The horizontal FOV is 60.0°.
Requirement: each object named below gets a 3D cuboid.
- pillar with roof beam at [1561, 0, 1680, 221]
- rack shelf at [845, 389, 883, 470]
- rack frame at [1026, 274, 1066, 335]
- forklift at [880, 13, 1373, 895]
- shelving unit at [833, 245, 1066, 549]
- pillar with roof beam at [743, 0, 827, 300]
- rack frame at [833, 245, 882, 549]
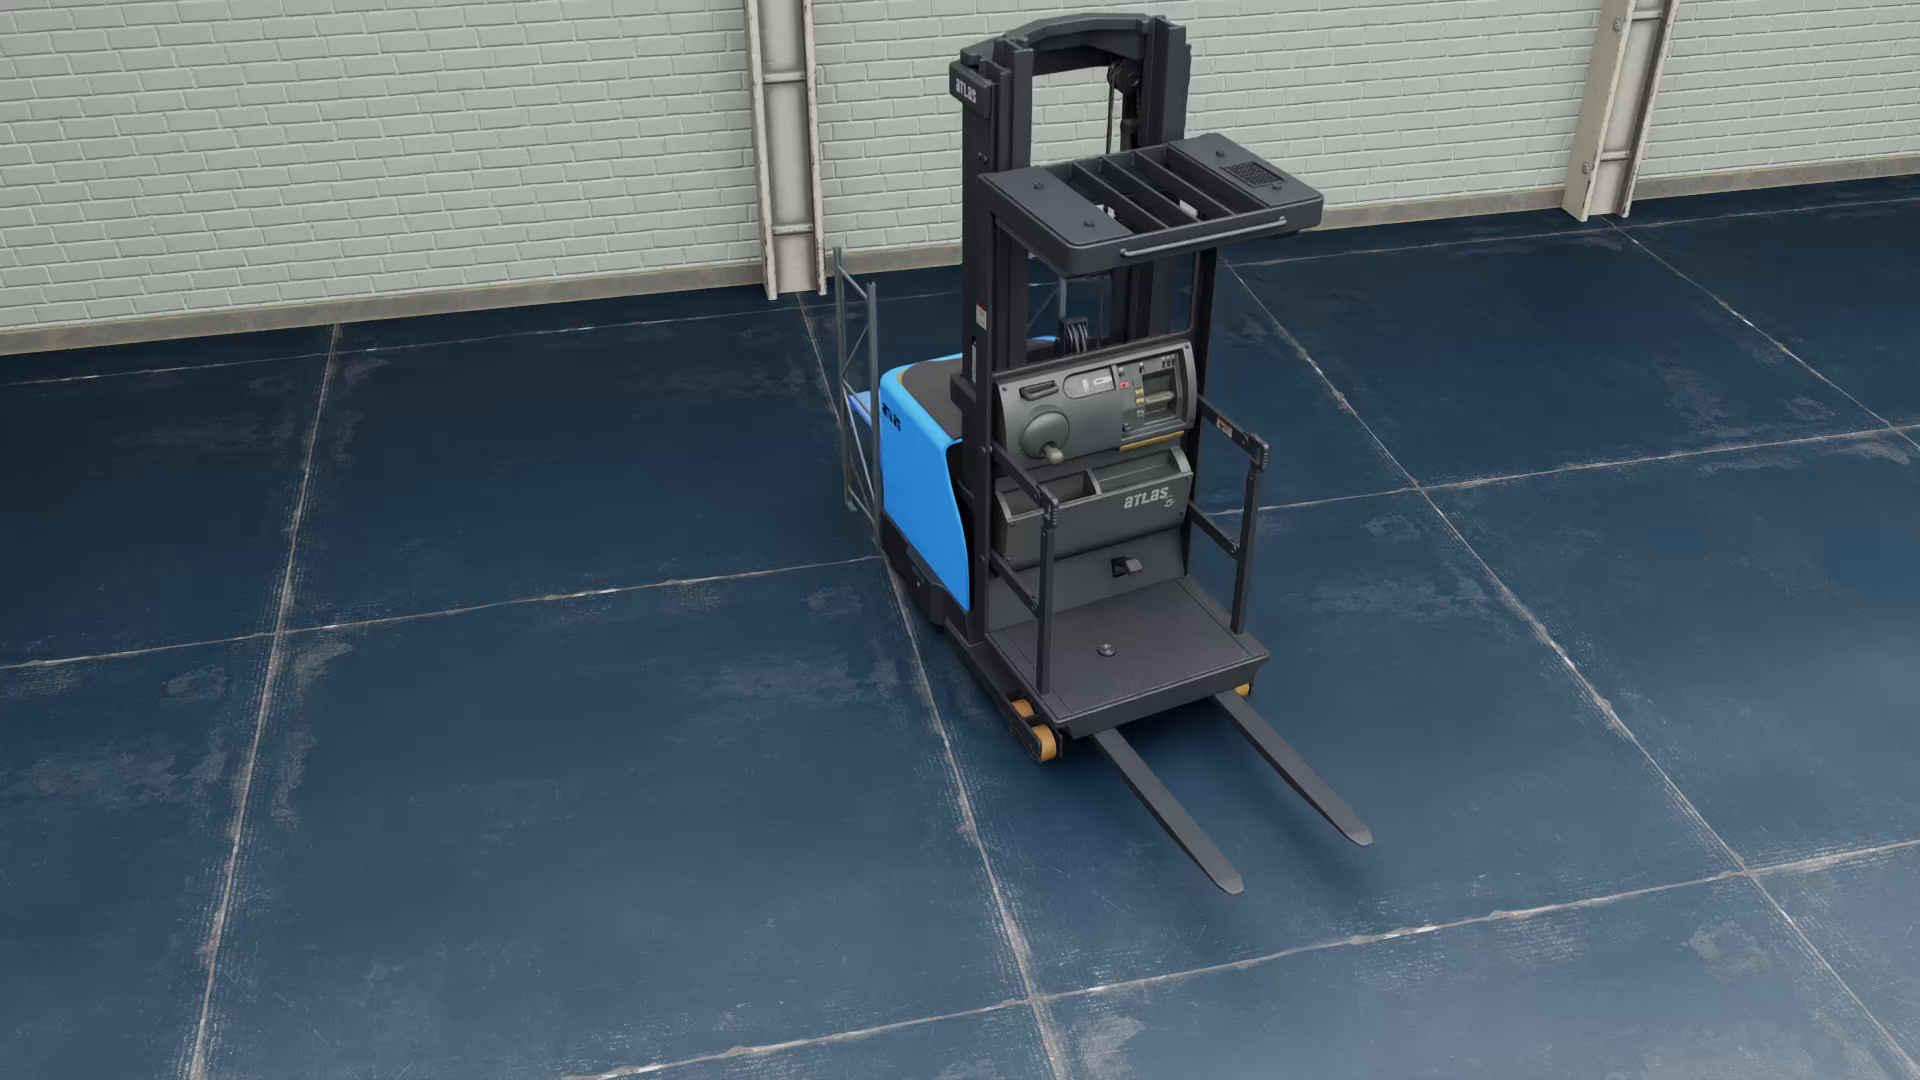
[{"bbox_3d":[5.678,-3.851,6.413,0.400,9.000,9.100,-7,35,-11],"label":"pillar with roof beam"},{"bbox_3d":[-0.049,-0.673,8.730,1.000,0.185,0.538,-14,36,-20],"label":"rack shelf"},{"bbox_3d":[0.415,-0.938,8.801,0.032,1.500,0.500,-14,36,-20],"label":"rack frame"},{"bbox_3d":[0.685,-0.522,6.897,1.130,2.935,3.031,-15,37,-21],"label":"forklift"},{"bbox_3d":[-0.049,-0.822,8.630,1.048,1.500,0.538,-14,36,-20],"label":"shelving unit"},{"bbox_3d":[-0.174,-3.114,5.314,0.400,9.000,9.100,-7,35,-11],"label":"pillar with roof beam"},{"bbox_3d":[-0.514,-0.707,8.458,0.032,1.500,0.500,-14,36,-20],"label":"rack frame"}]
